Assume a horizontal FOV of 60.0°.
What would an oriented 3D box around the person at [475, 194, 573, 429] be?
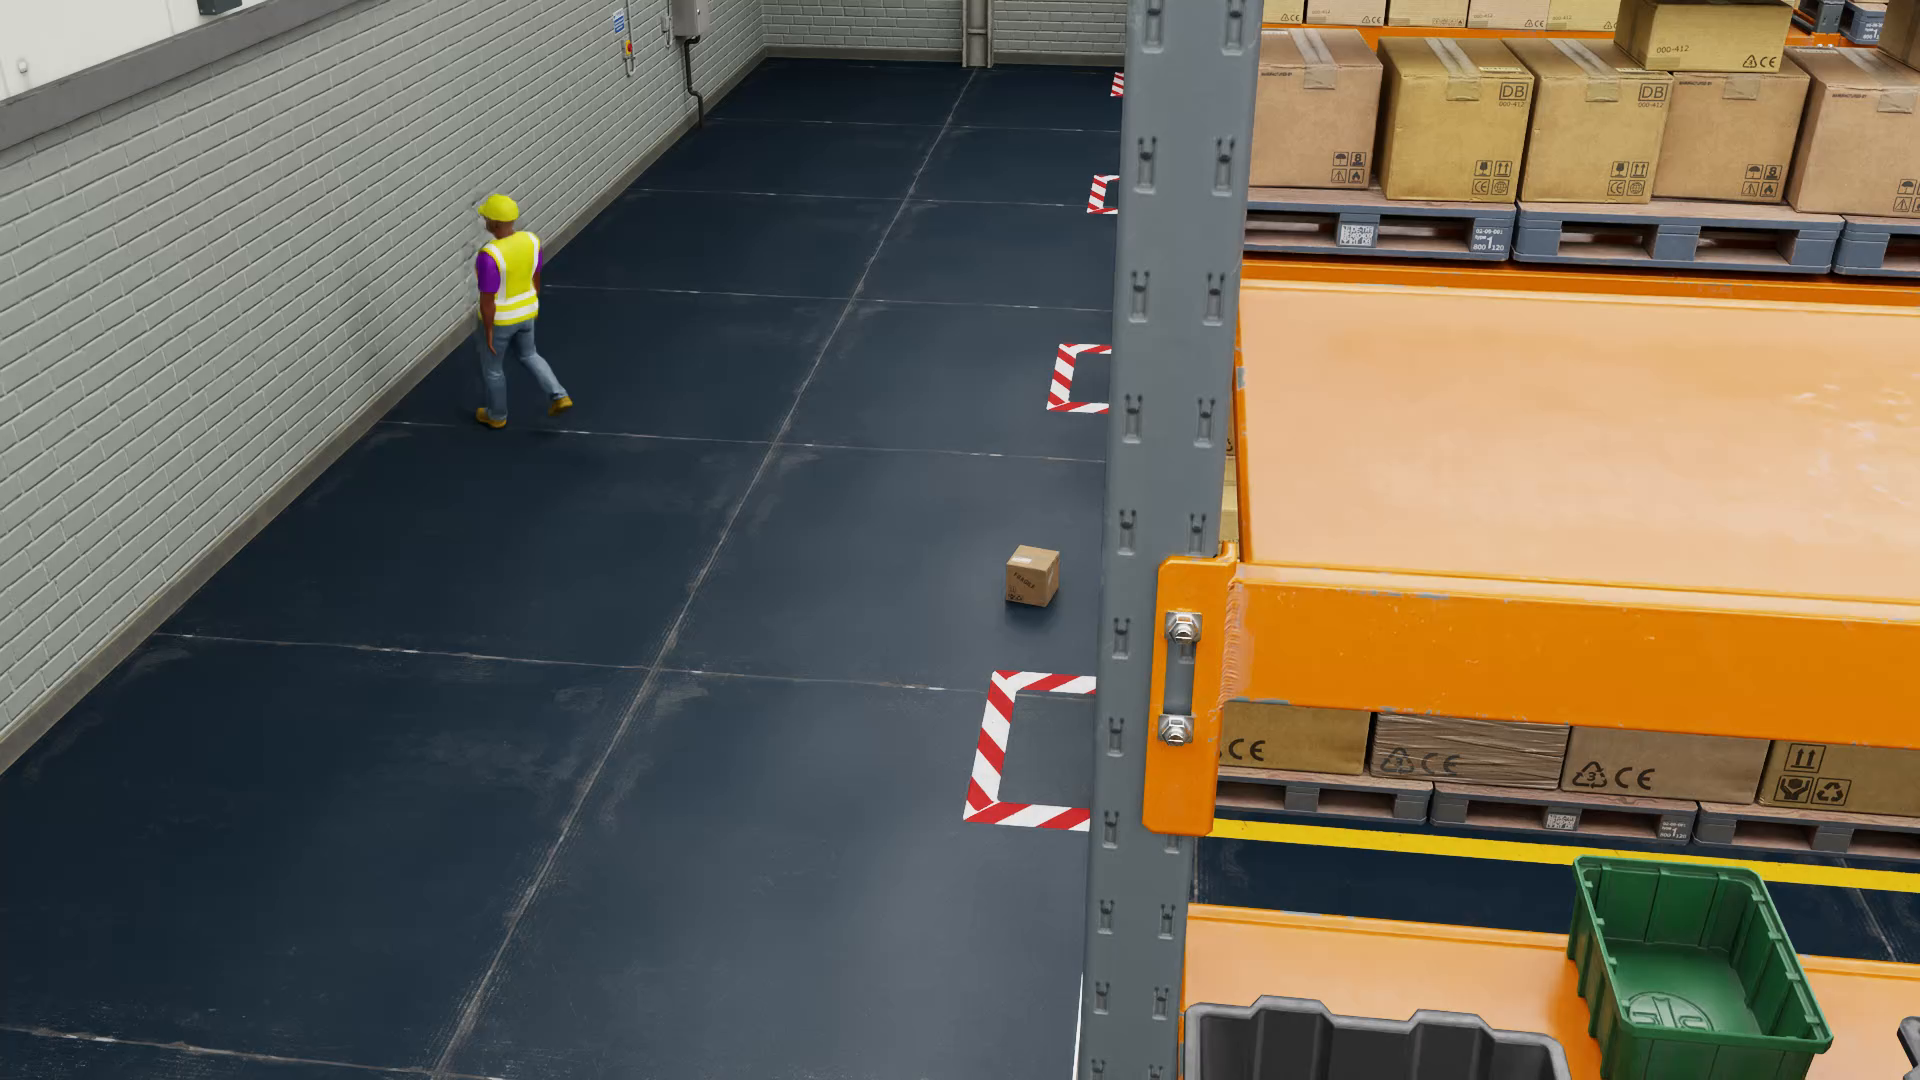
[{"bbox_3d":[-3.177,-1.588,11.650,0.806,1.743,0.585,20,34,33],"label":"person"}]
